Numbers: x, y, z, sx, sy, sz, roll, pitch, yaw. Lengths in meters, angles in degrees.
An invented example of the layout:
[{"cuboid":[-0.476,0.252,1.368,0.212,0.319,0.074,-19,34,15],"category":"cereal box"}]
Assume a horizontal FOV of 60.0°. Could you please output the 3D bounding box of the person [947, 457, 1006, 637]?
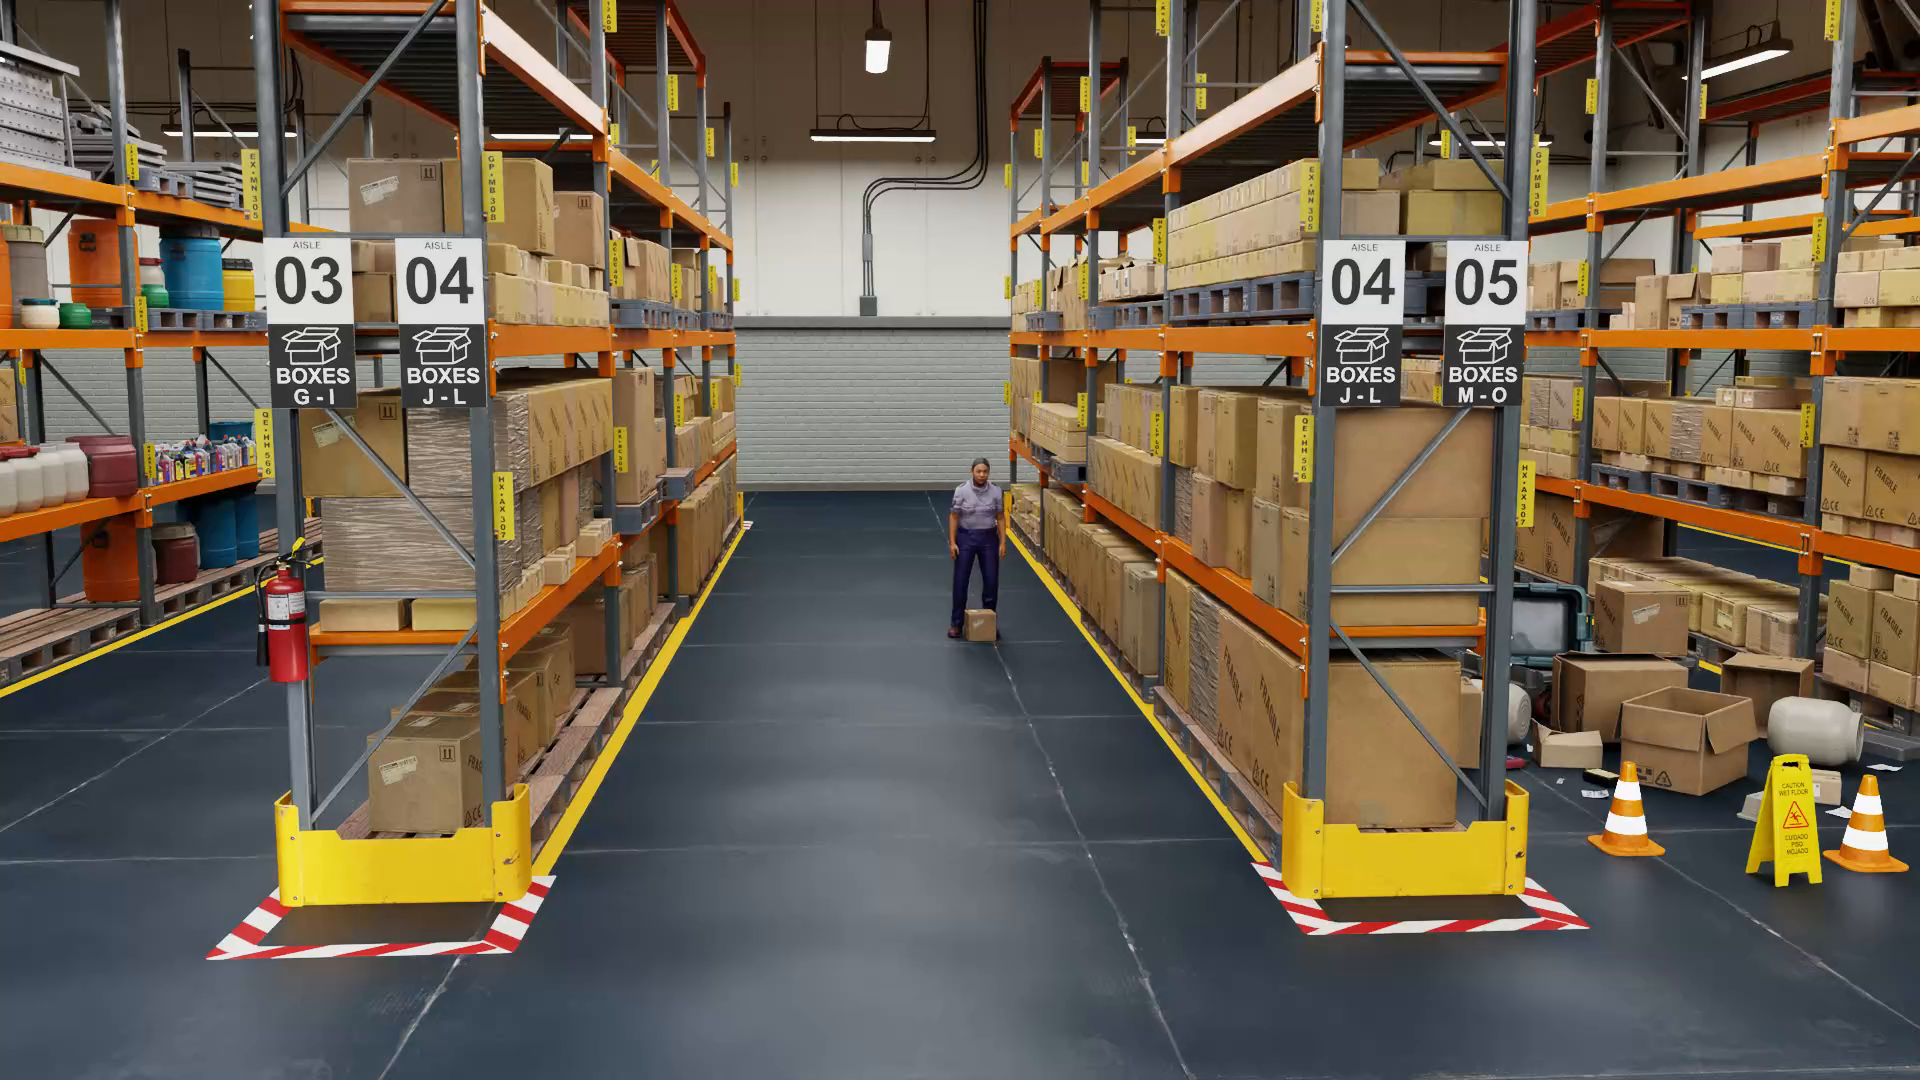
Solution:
[{"cuboid":[0.144,0.055,15.333,0.552,1.653,0.363,-1,7,-7],"category":"person"}]
